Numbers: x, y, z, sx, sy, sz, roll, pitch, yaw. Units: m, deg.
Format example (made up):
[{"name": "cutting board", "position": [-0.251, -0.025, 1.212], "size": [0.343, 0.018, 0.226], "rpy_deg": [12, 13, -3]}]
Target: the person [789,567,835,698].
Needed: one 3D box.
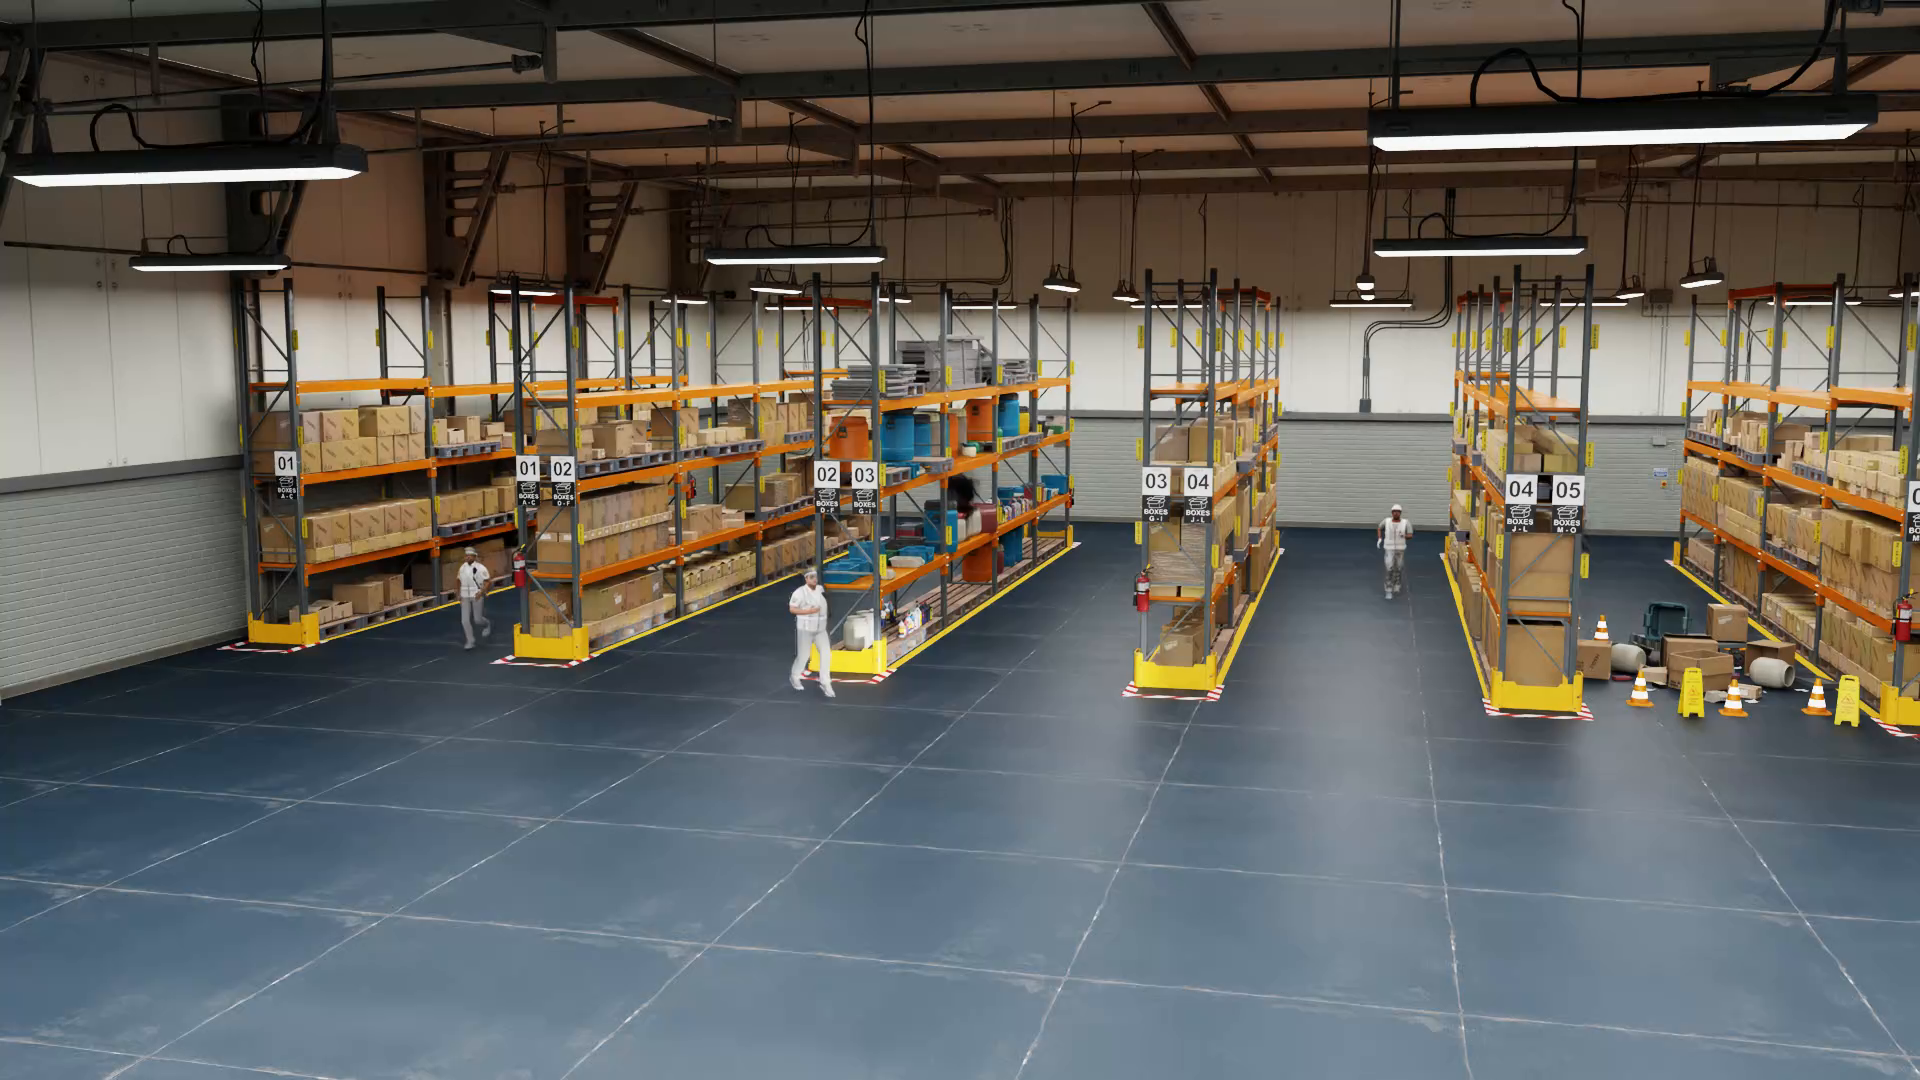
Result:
[{"name": "person", "position": [-2.114, 1.287, 23.598], "size": [0.662, 1.832, 0.827], "rpy_deg": [-5, 8, -35]}]

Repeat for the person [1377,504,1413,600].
[{"name": "person", "position": [8.492, 0.223, 32.472], "size": [0.663, 1.843, 0.779], "rpy_deg": [1, 7, 10]}]

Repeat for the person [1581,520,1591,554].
[{"name": "person", "position": [14.304, -0.448, 38.776], "size": [0.847, 1.575, 0.564], "rpy_deg": [0, 7, 3]}]

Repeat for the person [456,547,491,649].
[{"name": "person", "position": [-7.967, 0.921, 27.217], "size": [0.615, 1.653, 0.715], "rpy_deg": [1, 7, 7]}]
